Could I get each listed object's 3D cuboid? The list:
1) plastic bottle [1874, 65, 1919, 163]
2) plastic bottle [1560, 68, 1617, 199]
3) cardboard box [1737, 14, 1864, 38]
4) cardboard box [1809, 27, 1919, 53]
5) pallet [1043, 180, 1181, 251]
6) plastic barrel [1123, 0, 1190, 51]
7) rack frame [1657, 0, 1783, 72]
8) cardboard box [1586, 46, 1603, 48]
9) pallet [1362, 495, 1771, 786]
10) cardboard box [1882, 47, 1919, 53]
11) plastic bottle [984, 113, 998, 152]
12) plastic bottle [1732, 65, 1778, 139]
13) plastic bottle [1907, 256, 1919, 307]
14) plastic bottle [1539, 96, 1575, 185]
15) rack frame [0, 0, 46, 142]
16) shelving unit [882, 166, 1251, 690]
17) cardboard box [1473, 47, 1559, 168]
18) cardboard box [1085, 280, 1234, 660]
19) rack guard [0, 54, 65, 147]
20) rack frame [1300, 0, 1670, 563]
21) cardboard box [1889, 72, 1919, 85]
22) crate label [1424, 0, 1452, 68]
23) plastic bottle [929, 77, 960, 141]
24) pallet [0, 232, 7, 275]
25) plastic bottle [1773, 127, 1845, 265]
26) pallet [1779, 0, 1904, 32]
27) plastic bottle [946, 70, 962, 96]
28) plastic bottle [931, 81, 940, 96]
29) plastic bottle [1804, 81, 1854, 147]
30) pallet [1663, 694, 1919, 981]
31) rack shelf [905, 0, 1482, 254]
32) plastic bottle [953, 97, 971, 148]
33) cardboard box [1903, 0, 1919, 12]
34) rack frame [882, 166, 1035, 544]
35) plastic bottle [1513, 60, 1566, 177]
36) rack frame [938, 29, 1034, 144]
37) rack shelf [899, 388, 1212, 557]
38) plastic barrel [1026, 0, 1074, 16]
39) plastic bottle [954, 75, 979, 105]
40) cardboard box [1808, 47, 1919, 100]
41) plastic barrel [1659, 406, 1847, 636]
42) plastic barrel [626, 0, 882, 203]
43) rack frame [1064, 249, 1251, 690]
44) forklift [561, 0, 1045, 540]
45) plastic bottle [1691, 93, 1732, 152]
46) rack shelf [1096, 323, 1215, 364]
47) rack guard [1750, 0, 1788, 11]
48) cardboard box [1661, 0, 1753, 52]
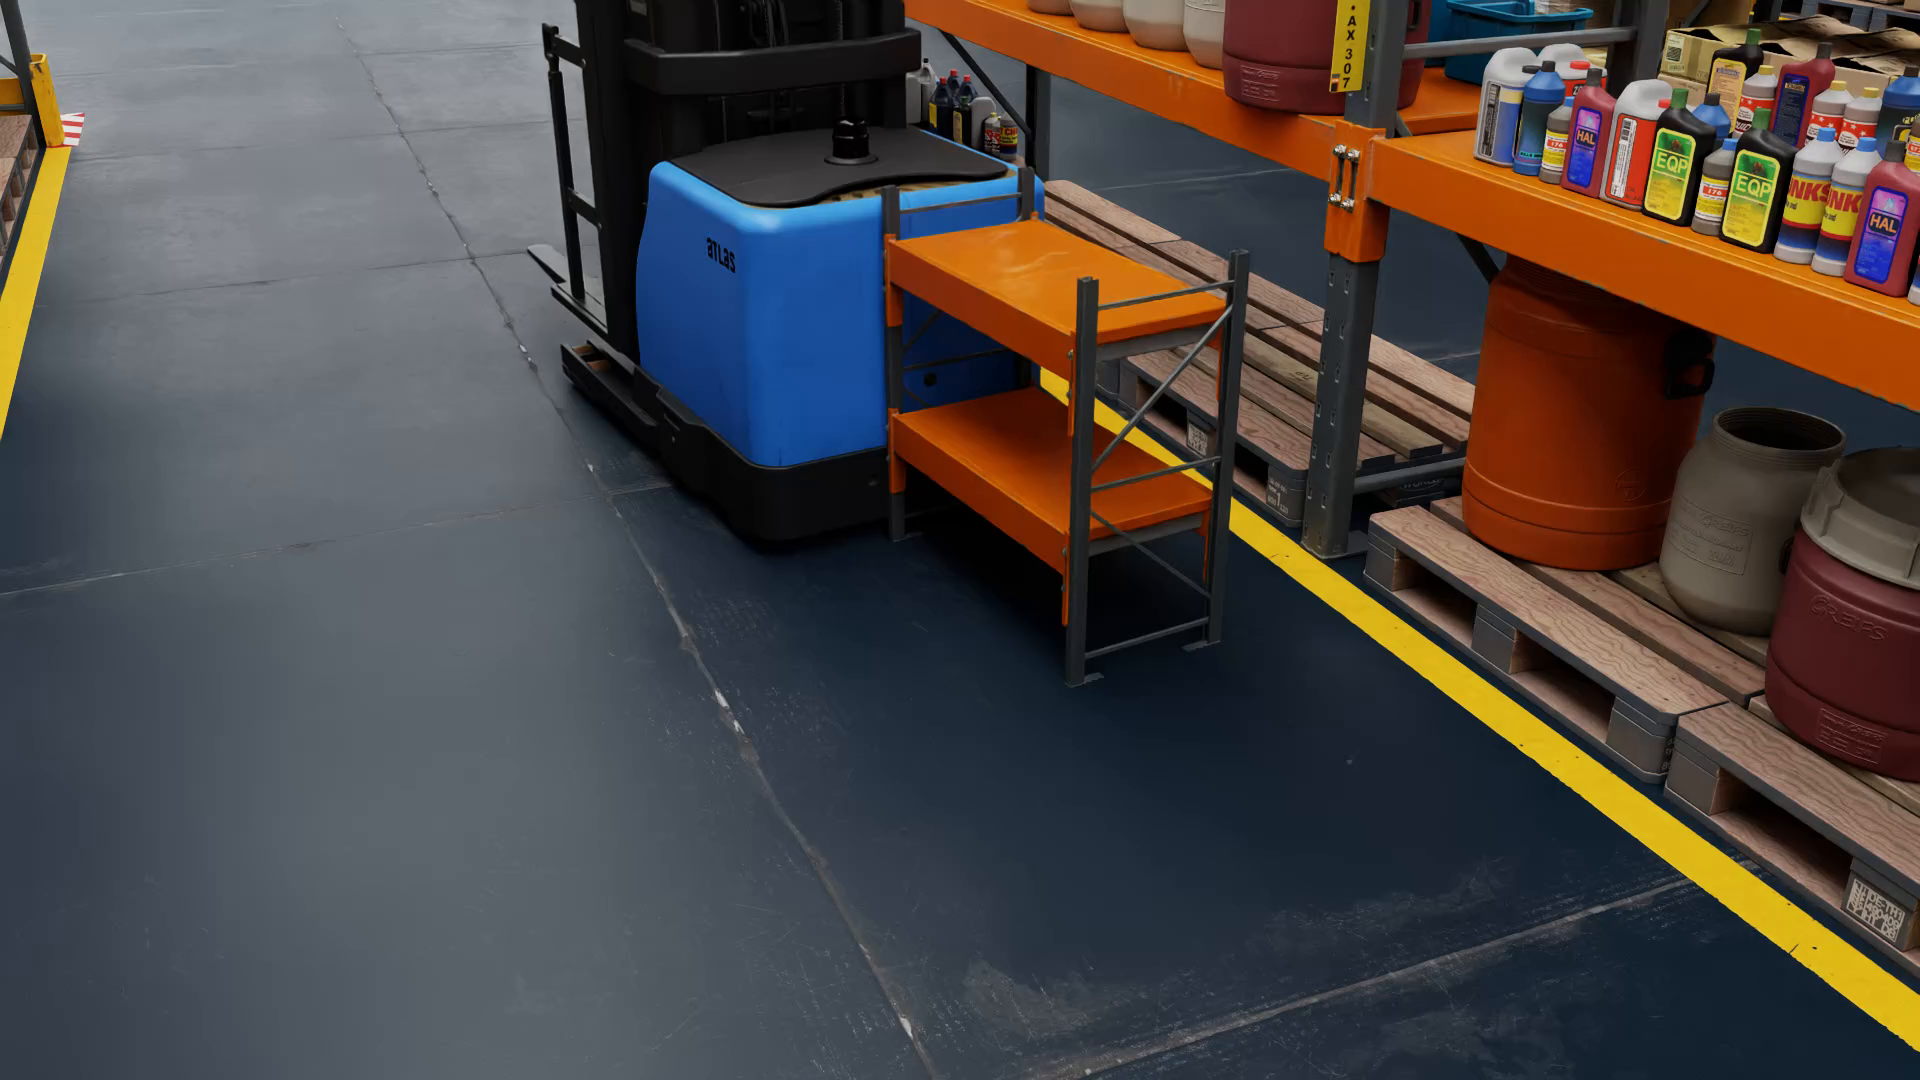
[{"bbox_3d":[2.294,-1.018,4.063,0.097,0.271,0.097,0,26,0],"label":"plastic bottle"},{"bbox_3d":[1.507,-0.964,3.939,0.061,0.283,0.133,-11,28,-21],"label":"plastic bottle"},{"bbox_3d":[4.963,-2.943,9.874,0.500,0.311,0.500,-11,28,-21],"label":"cardboard box"},{"bbox_3d":[5.173,-2.734,9.446,0.500,0.311,0.500,-10,28,-19],"label":"cardboard box"},{"bbox_3d":[0.325,-1.439,7.956,1.003,0.211,1.213,-11,28,-21],"label":"pallet"},{"bbox_3d":[0.784,-1.986,5.772,0.421,0.512,0.421,0,26,0],"label":"plastic barrel"},{"bbox_3d":[4.541,-3.852,9.720,1.000,3.000,0.127,-11,28,-21],"label":"rack frame"},{"bbox_3d":[3.971,-3.158,10.955,0.500,0.250,0.500,-11,28,-21],"label":"cardboard box"},{"bbox_3d":[1.895,0.177,4.647,1.003,0.211,1.213,-11,28,-21],"label":"pallet"},{"bbox_3d":[5.366,-2.532,9.033,0.500,0.311,0.500,-11,28,-21],"label":"cardboard box"},{"bbox_3d":[0.181,-2.228,9.083,0.097,0.201,0.097,0,26,0],"label":"plastic bottle"},{"bbox_3d":[2.128,-1.158,4.430,0.097,0.201,0.097,0,26,0],"label":"plastic bottle"},{"bbox_3d":[1.893,-0.582,3.169,0.097,0.271,0.097,0,26,0],"label":"plastic bottle"},{"bbox_3d":[1.479,-0.977,4.059,0.097,0.201,0.097,0,26,0],"label":"plastic bottle"},{"bbox_3d":[-6.142,-3.766,9.544,1.000,3.000,0.127,-11,28,-21],"label":"rack frame"},{"bbox_3d":[-11.371,-3.386,5.348,18.801,6.000,15.878,-14,29,-26],"label":"shelving unit"},{"bbox_3d":[5.470,0.347,2.493,5.886,1.356,7.345,-11,28,-21],"label":"cardboard box"},{"bbox_3d":[0.502,-0.167,4.309,0.474,0.981,0.047,-12,28,-23],"label":"cardboard box"},{"bbox_3d":[-6.112,-2.612,10.030,1.175,0.500,0.348,-11,28,-21],"label":"rack guard"},{"bbox_3d":[1.548,-1.387,4.673,1.000,3.000,0.127,-11,28,-21],"label":"rack frame"},{"bbox_3d":[5.077,-2.227,8.408,0.500,0.311,0.500,-10,28,-19],"label":"cardboard box"},{"bbox_3d":[1.408,-1.851,5.582,0.502,0.435,0.616,-11,28,-21],"label":"crate label"},{"bbox_3d":[-0.085,-2.382,9.227,0.144,0.351,0.185,-11,28,-21],"label":"plastic bottle"},{"bbox_3d":[-4.871,-1.163,7.392,1.003,0.211,1.213,-11,28,-21],"label":"pallet"},{"bbox_3d":[2.178,-0.287,2.566,0.097,0.271,2.212,-11,28,-21],"label":"plastic bottle"},{"bbox_3d":[5.877,-1.760,8.614,9.879,0.211,12.008,-11,28,-21],"label":"pallet"},{"bbox_3d":[-0.026,-2.483,9.434,0.144,0.351,0.185,-12,28,-23],"label":"plastic bottle"},{"bbox_3d":[-0.119,-2.500,9.560,0.097,0.271,0.097,0,26,0],"label":"plastic bottle"},{"bbox_3d":[2.218,-1.065,4.239,0.097,0.201,0.097,0,26,0],"label":"plastic bottle"},{"bbox_3d":[2.369,0.669,3.640,1.003,0.211,1.213,-11,28,-21],"label":"pallet"},{"bbox_3d":[0.765,-1.872,6.484,1.077,0.370,4.000,-11,28,-21],"label":"rack shelf"},{"bbox_3d":[0.011,-2.290,9.117,0.061,0.283,0.133,-11,28,-21],"label":"plastic bottle"},{"bbox_3d":[8.184,-4.564,13.526,0.700,0.500,0.500,-12,29,-24],"label":"cardboard box"},{"bbox_3d":[0.000,-0.554,5.103,0.500,1.125,0.032,-14,29,-26],"label":"rack frame"},{"bbox_3d":[1.440,-1.048,4.124,0.097,0.271,0.097,0,26,0],"label":"plastic bottle"},{"bbox_3d":[-0.021,-3.002,7.979,0.949,2.616,0.053,-11,28,-21],"label":"rack frame"},{"bbox_3d":[0.252,-0.207,4.782,0.459,0.093,0.952,-14,29,-26],"label":"rack shelf"},{"bbox_3d":[0.442,-2.343,6.475,0.433,0.535,0.433,0,26,0],"label":"plastic barrel"},{"bbox_3d":[0.047,-2.407,9.278,0.144,0.351,0.185,-10,28,-19],"label":"plastic bottle"},{"bbox_3d":[4.869,-2.436,8.836,0.500,0.311,0.500,-12,28,-22],"label":"cardboard box"},{"bbox_3d":[2.059,-0.051,4.292,0.421,0.512,0.421,0,26,0],"label":"plastic barrel"},{"bbox_3d":[-0.610,-1.752,5.389,0.905,2.708,0.517,-11,28,-21],"label":"plastic barrel"},{"bbox_3d":[0.504,-0.167,4.310,0.500,1.125,0.032,-14,29,-26],"label":"rack frame"},{"bbox_3d":[-1.813,-10.599,23.718,19.219,2.843,38.447,-14,29,-26],"label":"forklift"},{"bbox_3d":[1.678,-0.871,3.763,0.097,0.271,0.097,0,26,0],"label":"plastic bottle"},{"bbox_3d":[0.252,-0.672,4.555,0.416,0.054,0.922,-14,29,-26],"label":"rack shelf"},{"bbox_3d":[7.561,-5.165,15.259,1.175,0.500,0.348,-11,28,-21],"label":"rack guard"},{"bbox_3d":[4.647,-3.383,10.560,0.500,0.500,0.500,-11,28,-21],"label":"cardboard box"}]
